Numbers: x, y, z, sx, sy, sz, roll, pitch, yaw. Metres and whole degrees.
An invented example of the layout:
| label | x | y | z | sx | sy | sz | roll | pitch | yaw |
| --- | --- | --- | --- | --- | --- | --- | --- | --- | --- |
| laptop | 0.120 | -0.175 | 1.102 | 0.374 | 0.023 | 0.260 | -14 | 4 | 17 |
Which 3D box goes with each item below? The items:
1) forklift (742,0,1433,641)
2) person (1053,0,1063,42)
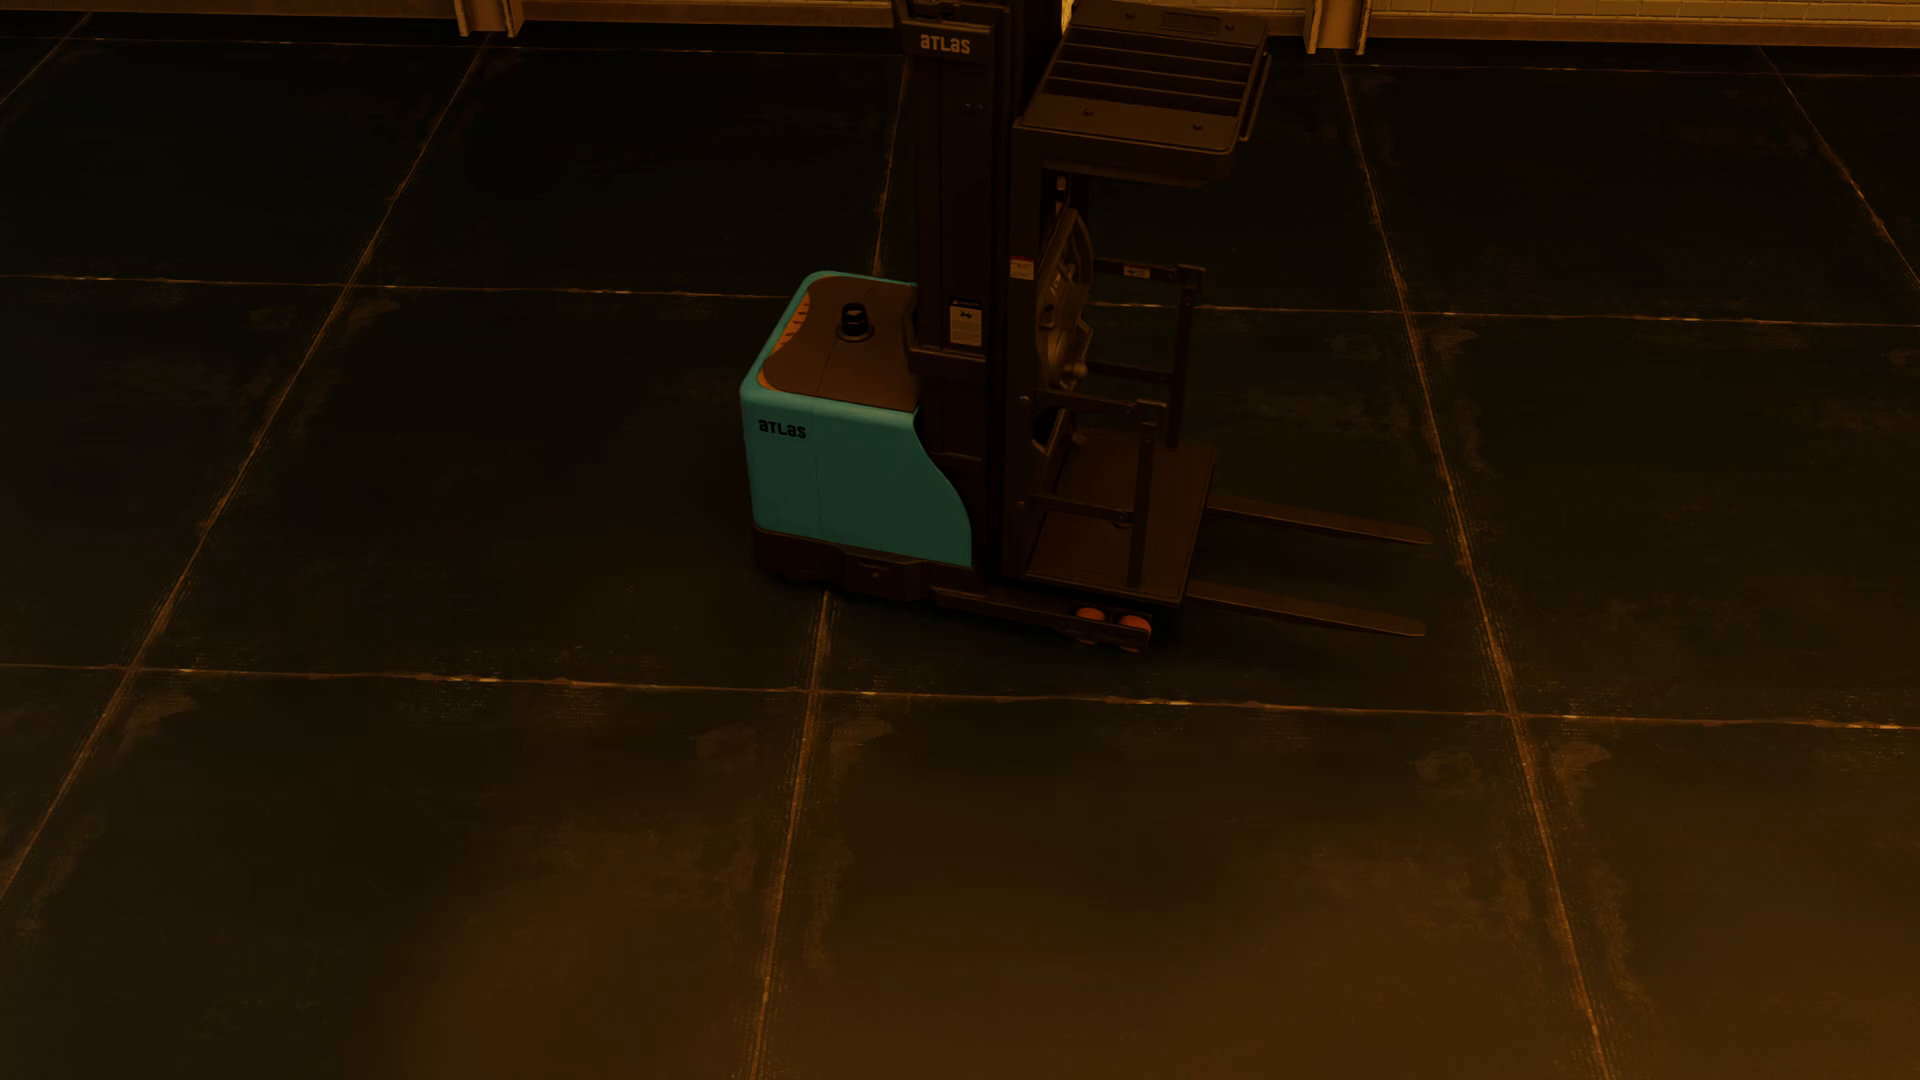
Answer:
| label | x | y | z | sx | sy | sz | roll | pitch | yaw |
| --- | --- | --- | --- | --- | --- | --- | --- | --- | --- |
| forklift | 0.630 | -1.022 | 6.862 | 3.031 | 2.935 | 1.130 | 7 | 43 | 7 |
| person | 0.523 | -2.698 | 9.583 | 0.395 | 1.668 | 0.485 | 0 | 42 | 0 |
